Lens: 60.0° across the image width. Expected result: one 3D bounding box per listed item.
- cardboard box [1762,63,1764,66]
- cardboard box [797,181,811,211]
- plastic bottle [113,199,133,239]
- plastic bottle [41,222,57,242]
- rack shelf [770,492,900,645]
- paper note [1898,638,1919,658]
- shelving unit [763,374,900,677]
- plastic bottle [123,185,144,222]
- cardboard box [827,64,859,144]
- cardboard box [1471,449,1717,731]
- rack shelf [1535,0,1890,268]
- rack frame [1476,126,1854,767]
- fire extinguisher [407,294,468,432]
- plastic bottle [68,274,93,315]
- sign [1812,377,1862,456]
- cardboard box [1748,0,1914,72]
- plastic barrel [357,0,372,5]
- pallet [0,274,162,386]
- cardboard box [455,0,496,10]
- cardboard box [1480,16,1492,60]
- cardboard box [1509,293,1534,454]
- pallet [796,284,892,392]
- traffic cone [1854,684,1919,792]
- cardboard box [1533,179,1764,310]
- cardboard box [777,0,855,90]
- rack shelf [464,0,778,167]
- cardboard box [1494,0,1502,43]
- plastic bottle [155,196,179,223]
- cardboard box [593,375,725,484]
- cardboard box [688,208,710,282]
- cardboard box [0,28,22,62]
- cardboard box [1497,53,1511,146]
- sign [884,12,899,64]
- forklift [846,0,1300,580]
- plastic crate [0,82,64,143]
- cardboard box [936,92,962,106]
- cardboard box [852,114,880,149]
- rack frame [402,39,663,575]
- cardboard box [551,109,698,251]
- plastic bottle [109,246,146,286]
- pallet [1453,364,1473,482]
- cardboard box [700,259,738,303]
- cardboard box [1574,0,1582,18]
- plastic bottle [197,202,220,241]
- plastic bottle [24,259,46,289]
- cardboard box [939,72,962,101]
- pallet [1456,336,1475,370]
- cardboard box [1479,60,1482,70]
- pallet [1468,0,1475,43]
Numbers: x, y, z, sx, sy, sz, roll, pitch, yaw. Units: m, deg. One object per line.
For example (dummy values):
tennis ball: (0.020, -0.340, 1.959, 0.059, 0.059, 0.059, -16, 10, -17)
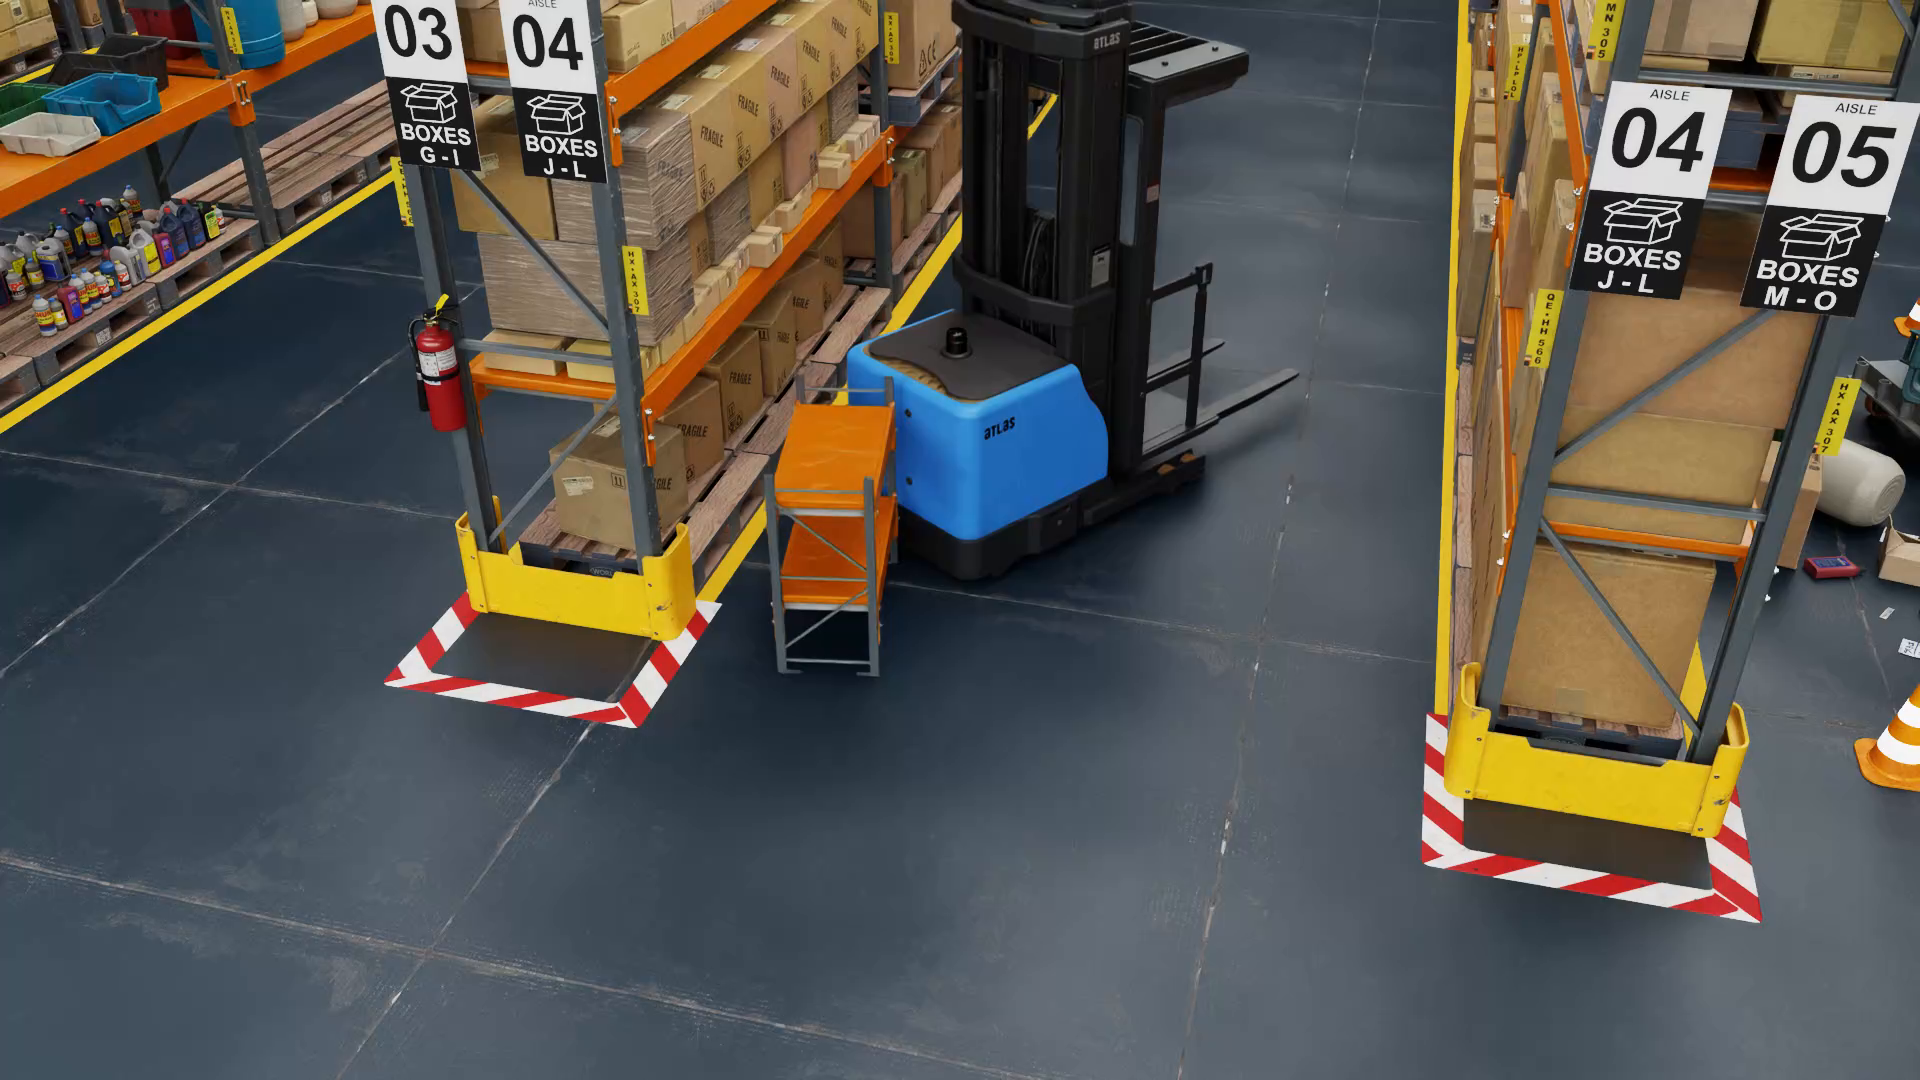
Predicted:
cardboard box: (3.309, -1.922, 6.432, 0.380, 0.149, 0.250, 8, 33, 13)
cardboard box: (-1.108, -2.051, 9.914, 0.380, 0.149, 0.250, 8, 33, 12)
plastic bottle: (-6.221, -2.372, 12.308, 0.061, 0.283, 0.133, 8, 33, 12)
plastic bottle: (-6.500, -2.123, 11.916, 0.061, 0.283, 0.133, 9, 34, 15)
rack shelf: (-0.618, 0.119, 8.470, 0.538, 0.278, 1.000, 2, 32, 3)
paper note: (4.814, 0.546, 8.364, 0.144, 0.017, 0.142, 20, 38, 29)
shelving unit: (-0.618, -0.087, 8.338, 0.538, 1.125, 1.048, 2, 32, 3)
plastic bottle: (-6.268, -2.553, 12.603, 0.097, 0.271, 0.097, 0, 32, 0)
cardboard box: (-1.147, -2.893, 10.634, 0.875, 0.500, 0.500, 8, 33, 12)
cardboard box: (2.892, 0.212, 7.710, 0.875, 0.875, 0.875, 8, 33, 13)
rack shelf: (3.292, -2.147, 7.706, 1.077, 0.370, 4.000, 8, 33, 12)
rack frame: (2.784, -0.147, 6.685, 1.000, 3.000, 0.127, 8, 33, 12)
fire extinguisher: (-2.463, -0.845, 7.856, 0.296, 0.674, 0.183, 8, 33, 12)
plastic bottle: (-5.930, -1.659, 11.197, 0.097, 0.271, 0.097, 0, 32, 0)
sign: (3.319, -0.467, 6.308, 0.100, 0.325, 0.005, 8, 33, 12)
cardboard box: (3.155, -1.910, 6.040, 0.500, 0.250, 0.500, 8, 33, 12)
plastic barrel: (-5.013, -4.754, 13.805, 0.433, 0.535, 0.433, 0, 32, 0)
pallet: (-6.282, -1.470, 11.365, 1.003, 0.211, 1.213, 8, 33, 12)
cardboard box: (-2.219, -2.432, 7.252, 0.380, 0.149, 0.250, 8, 33, 12)
cardboard box: (4.852, -4.391, 14.601, 0.500, 0.250, 0.500, 8, 33, 13)
cardboard box: (2.953, -0.697, 7.411, 0.875, 0.550, 0.550, 8, 33, 12)
pallet: (-1.109, -1.420, 11.287, 1.003, 0.211, 1.213, 8, 33, 12)
traffic cone: (4.292, 0.842, 7.495, 0.336, 0.463, 0.334, 8, 33, 12)
cardboard box: (2.966, -1.151, 7.118, 0.875, 0.550, 0.550, 8, 33, 12)
cardboard box: (-0.946, -3.009, 9.885, 0.500, 0.500, 0.500, 8, 33, 12)
rack shelf: (-1.480, -2.875, 8.850, 1.077, 0.370, 4.000, 8, 33, 12)
cardboard box: (4.439, -4.144, 12.880, 0.500, 0.500, 0.500, 8, 33, 13)
plastic bottle: (-5.788, -2.338, 12.191, 0.144, 0.351, 0.185, 8, 33, 12)
cardboard box: (-1.695, -0.633, 9.389, 0.500, 0.500, 0.500, 17, 36, 25)
cardboard box: (-1.811, -1.600, 8.600, 0.875, 0.500, 0.500, 8, 33, 12)
cardboard box: (-9.564, -4.819, 16.206, 0.500, 0.250, 0.500, 8, 33, 12)
cardboard box: (3.801, -2.834, 10.819, 0.500, 0.500, 0.500, 8, 33, 12)
sign: (-0.446, -3.246, 10.752, 0.100, 0.325, 0.005, 8, 33, 12)
forklift: (0.806, -1.695, 9.184, 3.031, 2.935, 1.130, -26, 41, -35)
plastic crate: (-6.381, -2.869, 11.165, 0.450, 0.188, 0.662, 8, 33, 12)
cardboard box: (-0.237, -3.517, 13.906, 0.700, 0.500, 0.500, 5, 33, 8)
cardboard box: (-0.743, -2.693, 10.924, 0.380, 0.149, 0.250, 8, 33, 12)
rack frame: (-1.988, -0.874, 7.830, 1.000, 3.000, 0.127, 8, 33, 12)
cardboard box: (-1.585, -1.712, 7.845, 0.500, 0.500, 0.500, 8, 33, 12)
plastic bottle: (-5.824, -1.936, 11.629, 0.152, 0.276, 0.135, 9, 33, 13)
pallet: (3.531, -0.662, 10.094, 1.003, 0.211, 1.213, 8, 33, 12)
cardboard box: (-1.411, -1.400, 8.890, 0.380, 0.149, 0.250, 8, 33, 12)
cardboard box: (2.799, -2.273, 6.983, 0.380, 0.149, 0.250, 8, 33, 12)
plastic bottle: (-5.567, -2.369, 12.303, 0.061, 0.283, 0.133, 10, 34, 15)
plastic bottle: (-6.445, -1.858, 11.575, 0.097, 0.201, 0.097, 0, 32, 0)
cardboard box: (-0.223, -3.845, 13.723, 0.500, 0.250, 0.500, 12, 34, 18)
pallet: (3.922, -1.456, 11.344, 1.003, 0.211, 1.213, 8, 33, 12)
cardboard box: (4.864, -4.066, 14.789, 0.500, 0.500, 0.500, 9, 34, 14)
pallet: (5.966, -5.550, 17.784, 1.003, 0.211, 1.213, 8, 33, 12)
